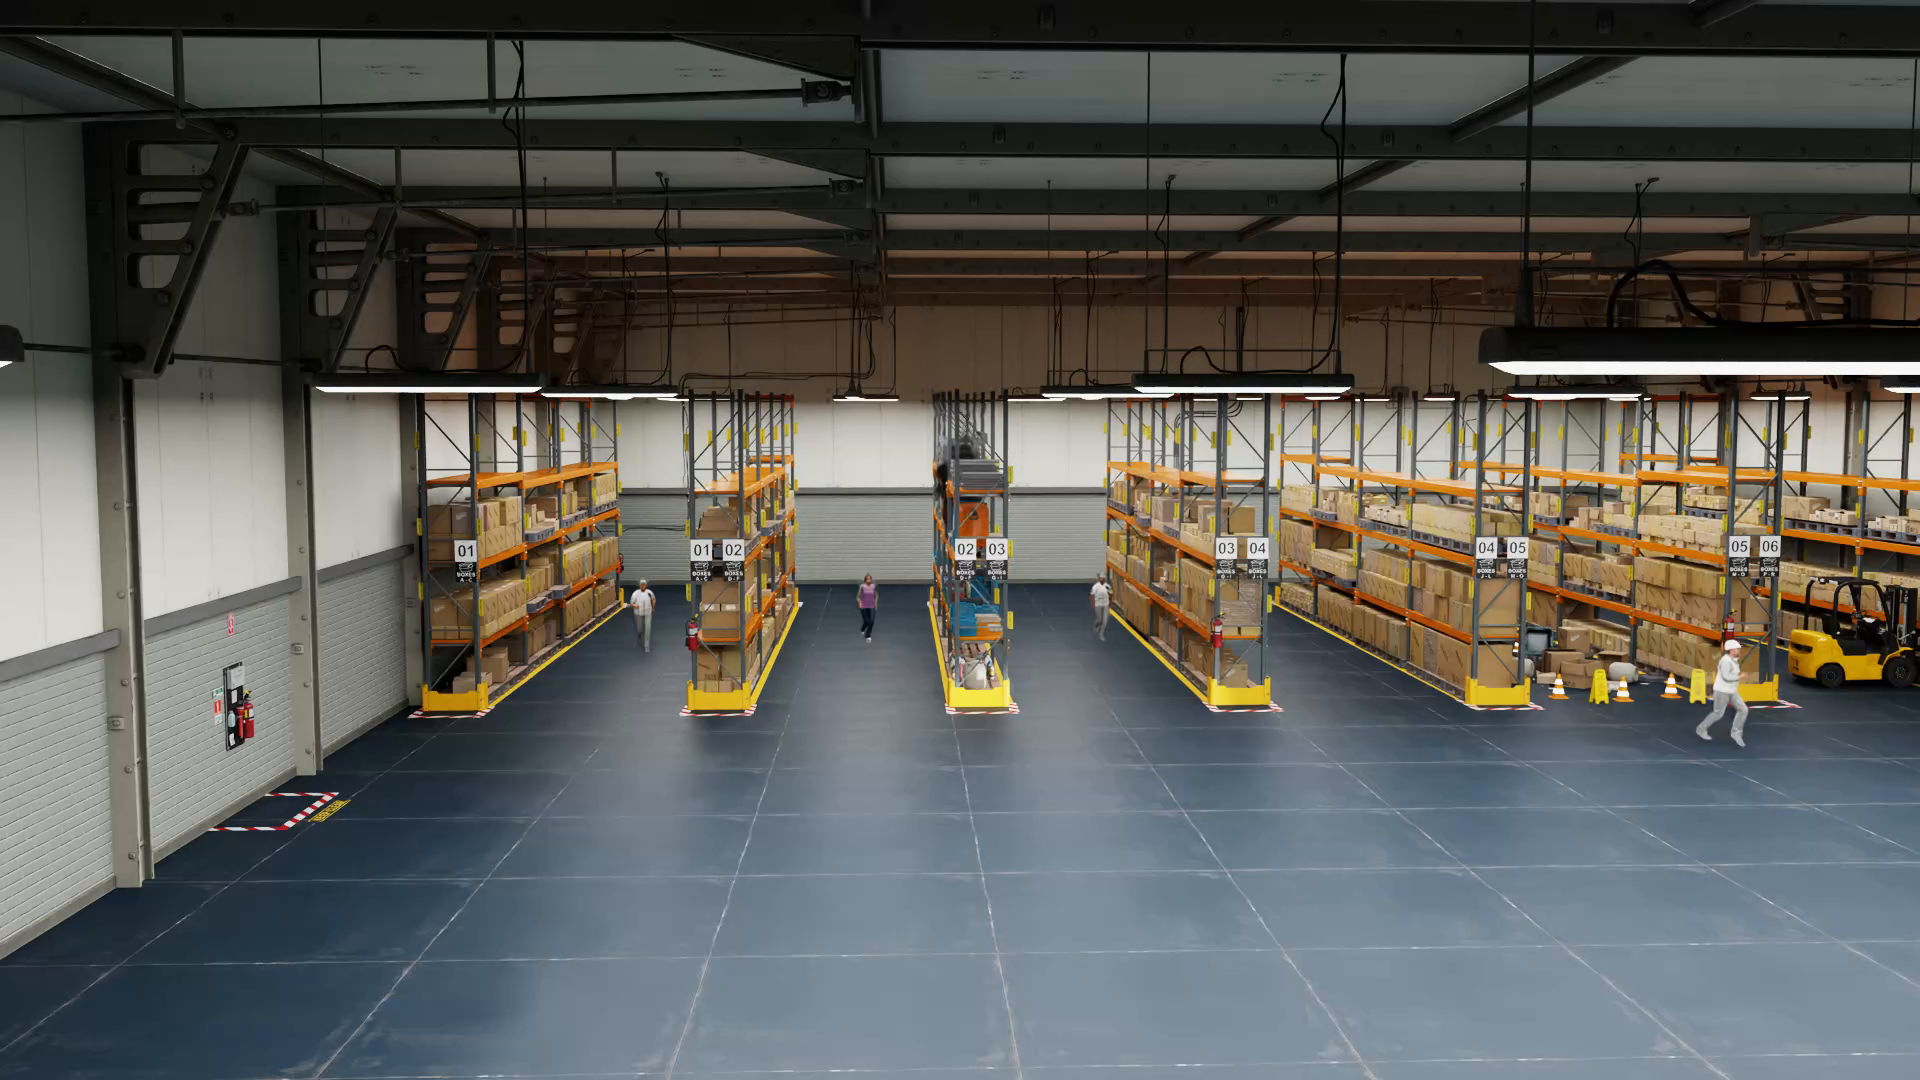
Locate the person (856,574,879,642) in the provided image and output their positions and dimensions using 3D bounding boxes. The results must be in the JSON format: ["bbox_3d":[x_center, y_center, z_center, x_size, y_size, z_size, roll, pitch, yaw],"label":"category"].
[{"bbox_3d":[-2.121,1.566,38.132,0.522,1.537,0.522,-1,5,-17],"label":"person"}]

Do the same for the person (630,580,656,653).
[{"bbox_3d":[-7.345,1.745,38.590,0.608,1.662,0.883,-1,5,-16],"label":"person"}]

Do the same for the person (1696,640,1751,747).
[{"bbox_3d":[12.851,2.568,27.978,0.852,1.815,0.678,4,6,40],"label":"person"}]

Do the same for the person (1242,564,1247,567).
[{"bbox_3d":[8.276,0.925,48.690,0.547,1.687,0.752,-1,5,-17],"label":"person"}]

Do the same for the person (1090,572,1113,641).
[{"bbox_3d":[3.447,1.602,40.569,0.560,1.665,0.578,-1,5,-8],"label":"person"}]
